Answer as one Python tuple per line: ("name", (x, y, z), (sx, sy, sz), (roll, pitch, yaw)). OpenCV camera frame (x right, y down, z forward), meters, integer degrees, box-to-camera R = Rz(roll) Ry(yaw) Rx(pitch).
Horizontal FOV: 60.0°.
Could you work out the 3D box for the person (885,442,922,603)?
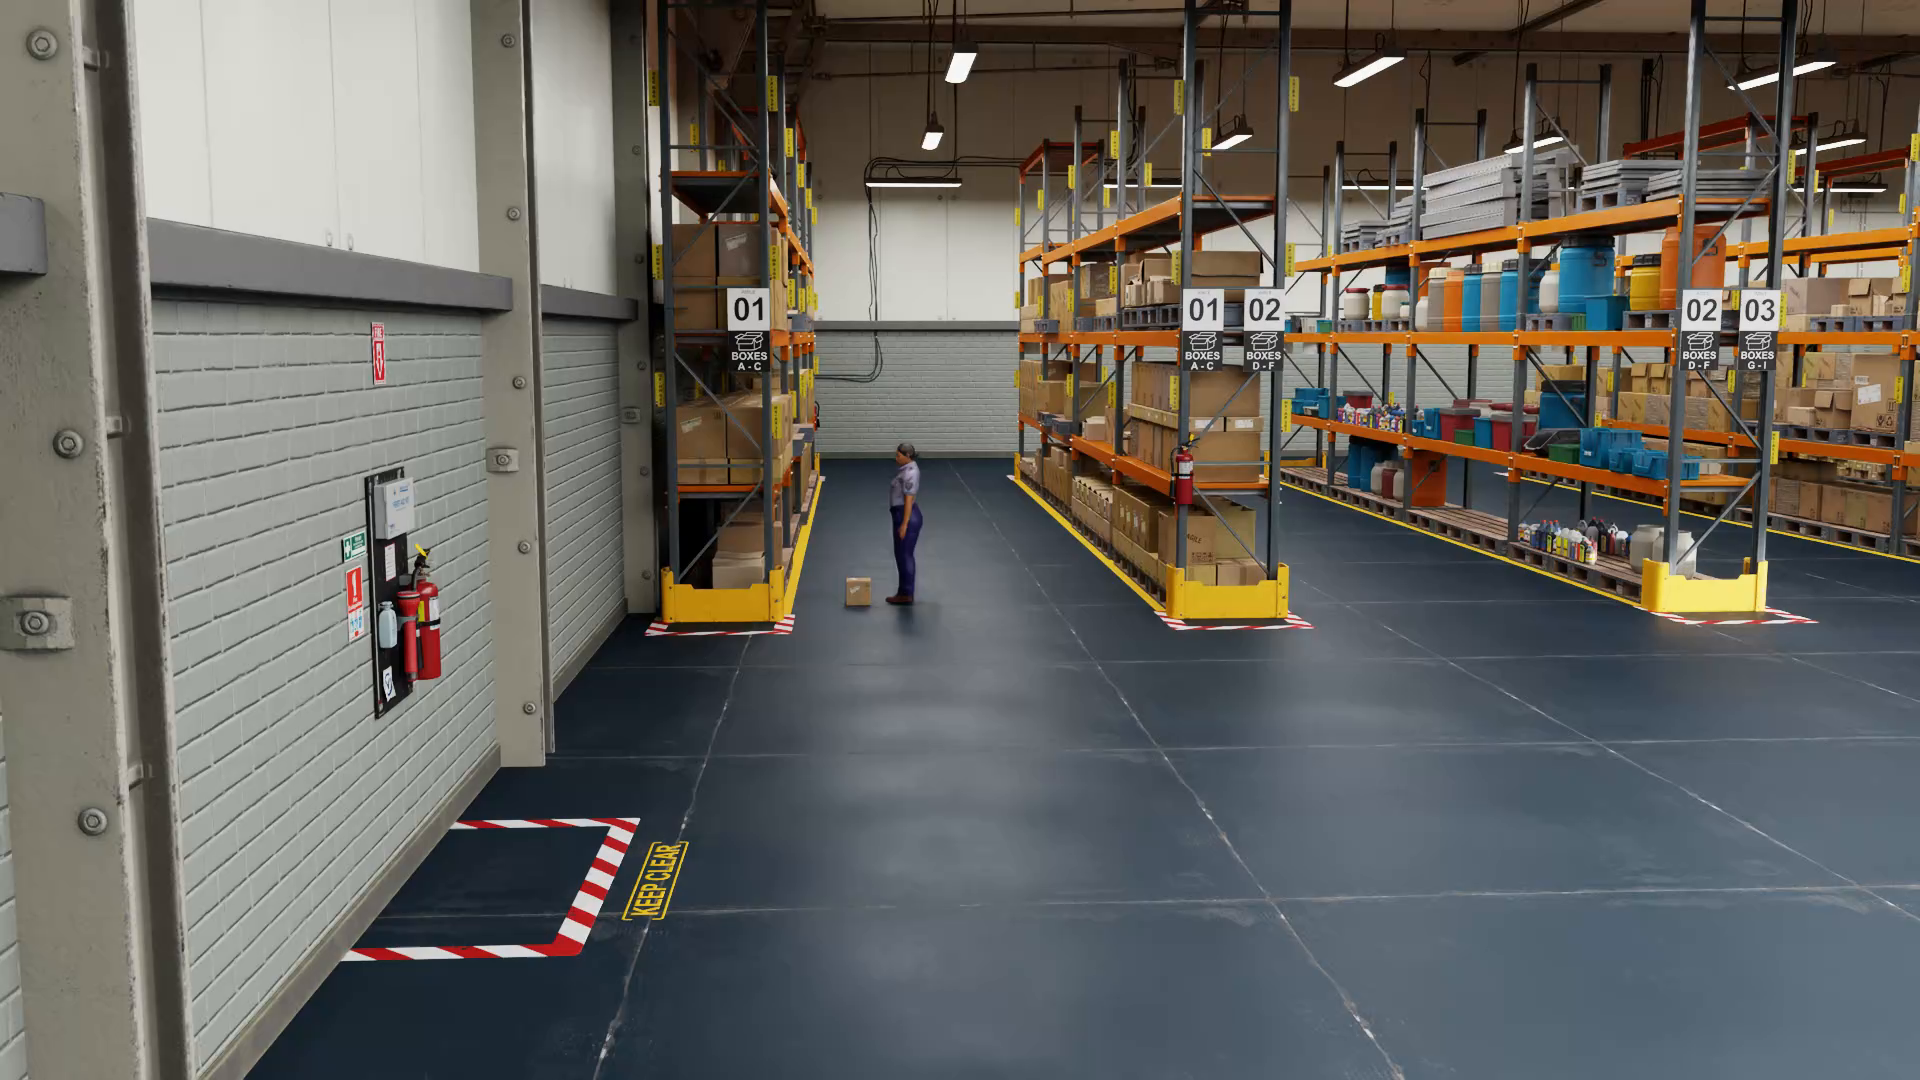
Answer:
("person", (-0.587, -0.163, 17.151), (0.390, 1.655, 0.490), (0, 7, 4))
